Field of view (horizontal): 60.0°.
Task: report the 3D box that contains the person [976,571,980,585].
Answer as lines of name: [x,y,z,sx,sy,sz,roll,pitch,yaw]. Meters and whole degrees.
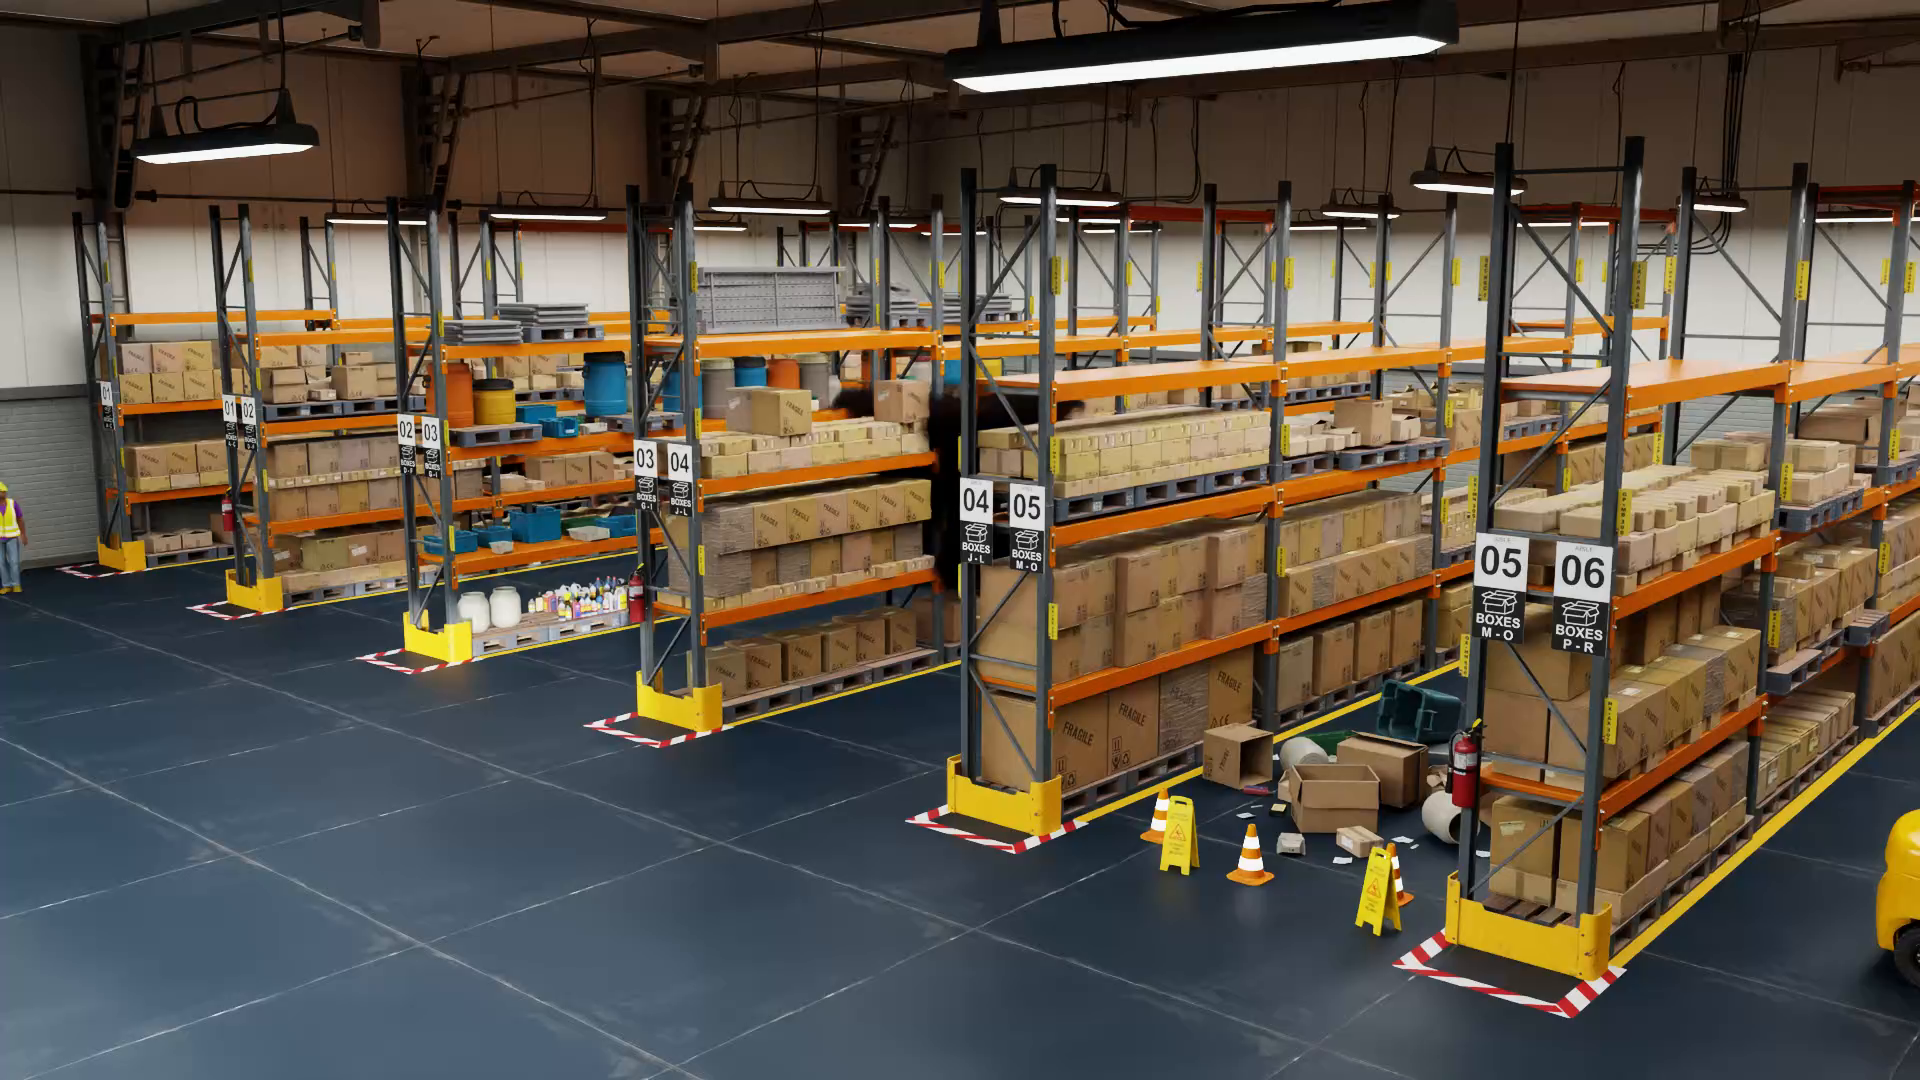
person: [0.316,-0.187,25.130,0.439,1.785,0.658,8,13,41]

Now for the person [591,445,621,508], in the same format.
person: [-7.175,-1.193,33.478,0.553,1.631,0.961,6,11,30]

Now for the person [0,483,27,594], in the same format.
person: [-15.015,-0.032,26.126,0.623,1.765,0.382,-6,11,-30]
